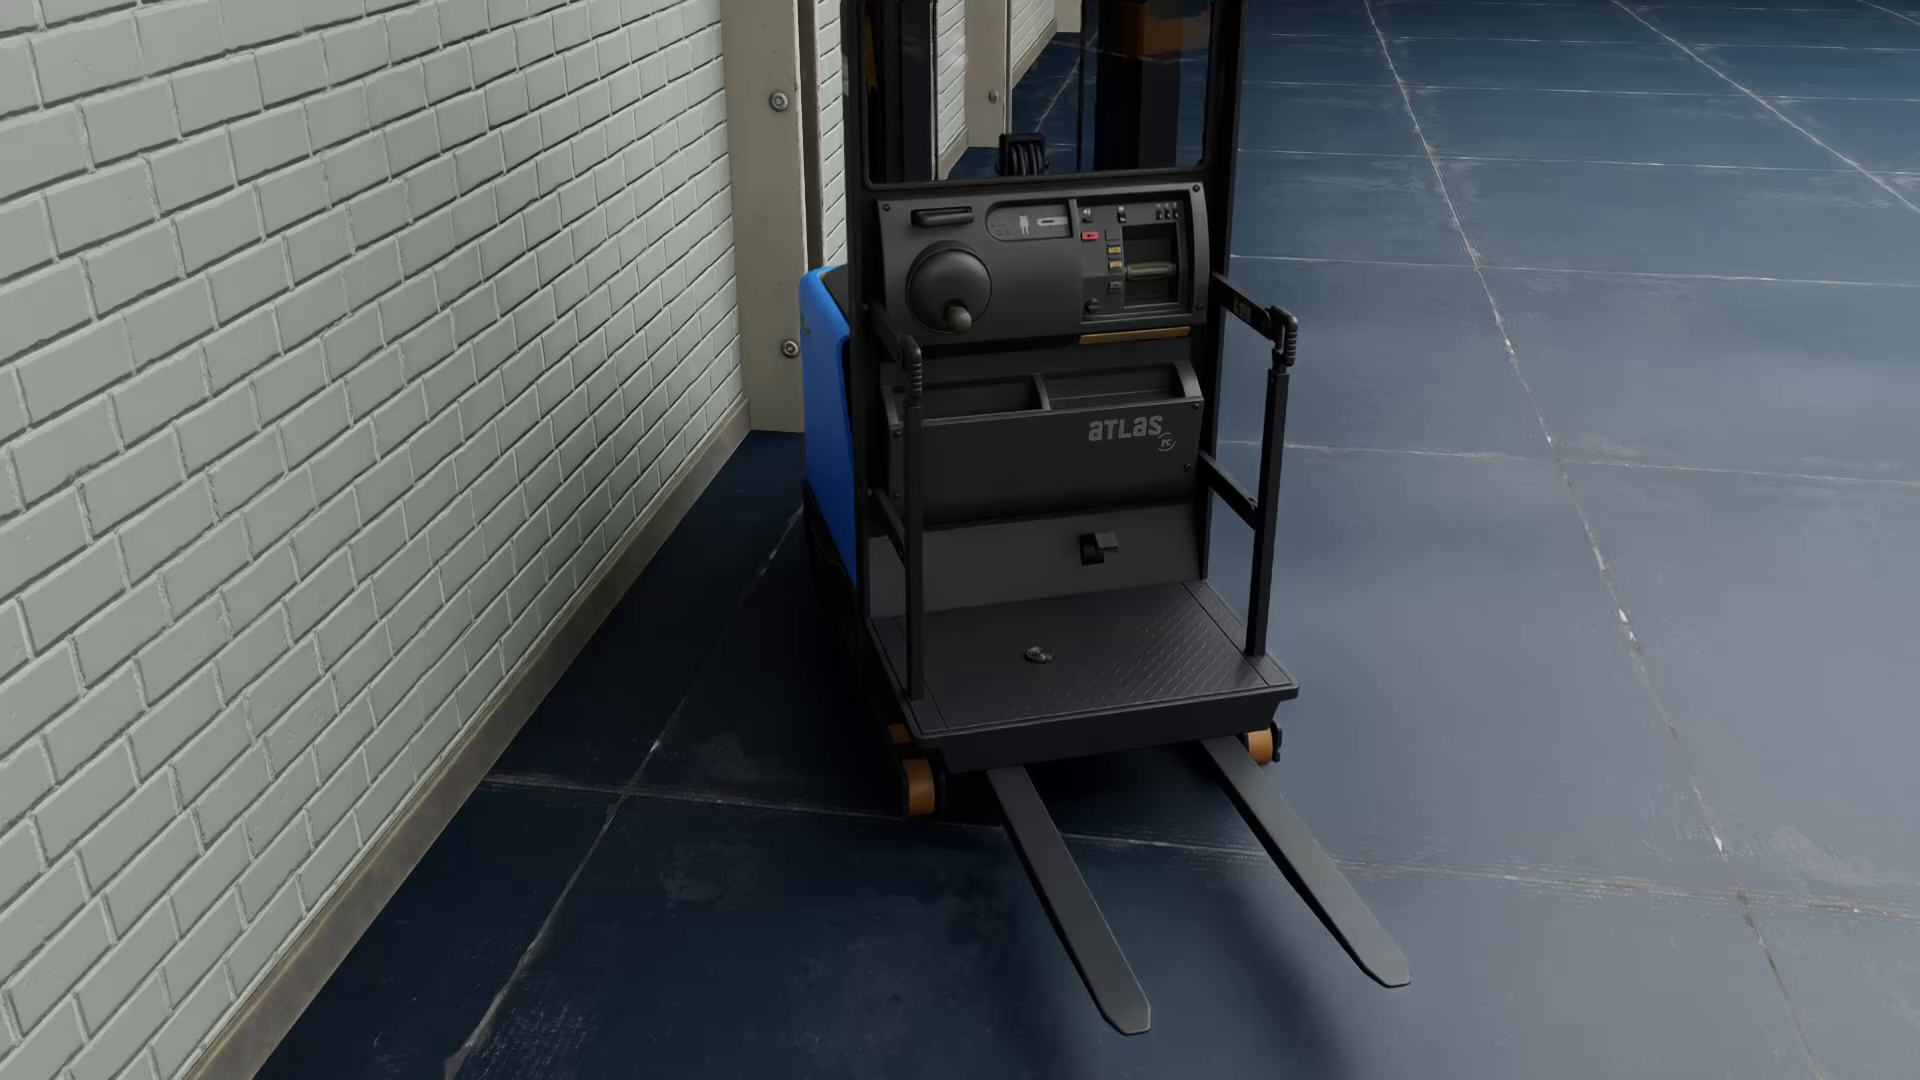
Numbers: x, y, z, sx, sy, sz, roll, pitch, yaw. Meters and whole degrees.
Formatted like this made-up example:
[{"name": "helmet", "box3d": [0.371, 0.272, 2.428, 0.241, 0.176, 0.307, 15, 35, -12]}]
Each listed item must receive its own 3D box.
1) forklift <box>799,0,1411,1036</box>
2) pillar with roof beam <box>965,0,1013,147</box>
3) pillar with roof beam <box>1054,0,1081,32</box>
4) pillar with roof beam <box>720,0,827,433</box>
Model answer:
[{"name": "forklift", "box3d": [0.292, -0.741, 4.375, 1.130, 2.935, 3.031, -6, 26, -13]}, {"name": "pillar with roof beam", "box3d": [4.460, -6.846, 10.261, 9.100, 9.000, 0.400, 4, 25, 9]}, {"name": "pillar with roof beam", "box3d": [5.441, -9.355, 15.622, 9.100, 9.000, 0.400, 4, 25, 9]}, {"name": "pillar with roof beam", "box3d": [3.480, -4.337, 4.900, 9.100, 9.000, 0.400, 4, 25, 9]}]
